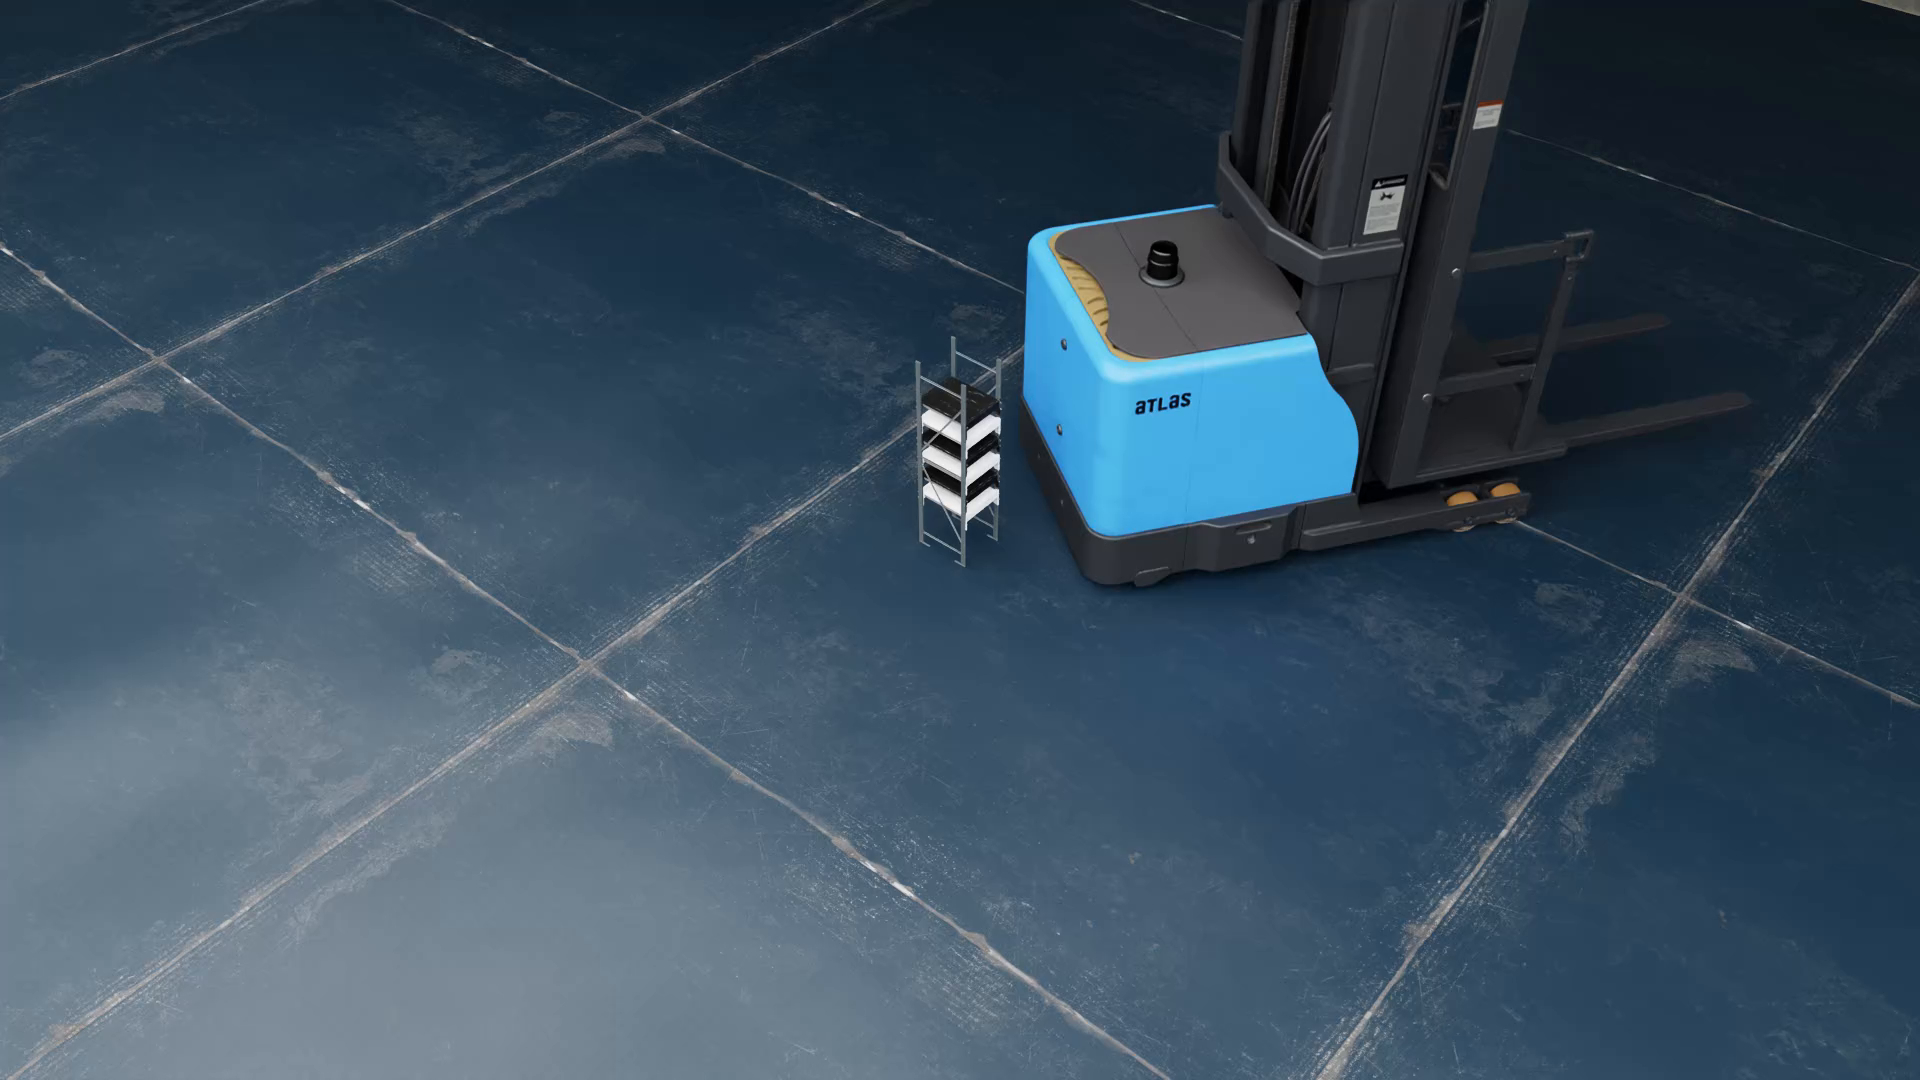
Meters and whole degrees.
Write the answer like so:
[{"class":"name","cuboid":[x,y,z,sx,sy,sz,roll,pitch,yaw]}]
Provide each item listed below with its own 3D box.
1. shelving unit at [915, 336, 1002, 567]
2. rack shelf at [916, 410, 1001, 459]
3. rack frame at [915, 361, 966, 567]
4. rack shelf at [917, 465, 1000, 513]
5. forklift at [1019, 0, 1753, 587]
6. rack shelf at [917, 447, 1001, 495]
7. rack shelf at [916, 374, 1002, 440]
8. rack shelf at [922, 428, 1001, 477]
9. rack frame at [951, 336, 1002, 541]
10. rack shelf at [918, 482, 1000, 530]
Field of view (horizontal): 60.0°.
[{"class":"shelving unit","cuboid":[-0.005,-0.329,6.443,0.258,0.900,0.210,29,50,28]},{"class":"rack shelf","cuboid":[-0.005,-0.437,6.344,0.258,0.077,0.200,29,50,28]},{"class":"rack frame","cuboid":[-0.071,-0.276,6.385,0.240,0.900,0.006,29,50,28]},{"class":"rack shelf","cuboid":[-0.005,-0.238,6.526,0.258,0.077,0.200,29,50,28]},{"class":"forklift","cuboid":[1.826,-1.451,6.167,3.031,2.935,1.130,-11,43,-11]},{"class":"rack shelf","cuboid":[-0.005,-0.304,6.465,0.258,0.077,0.200,29,50,28]},{"class":"rack shelf","cuboid":[-0.005,-0.504,6.283,0.258,0.077,0.200,29,50,28]},{"class":"rack shelf","cuboid":[-0.005,-0.371,6.405,0.258,0.077,0.200,29,50,28]},{"class":"rack frame","cuboid":[0.060,-0.381,6.500,0.240,0.900,0.006,29,50,28]},{"class":"rack shelf","cuboid":[-0.005,-0.171,6.586,0.258,0.077,0.200,29,50,28]}]
